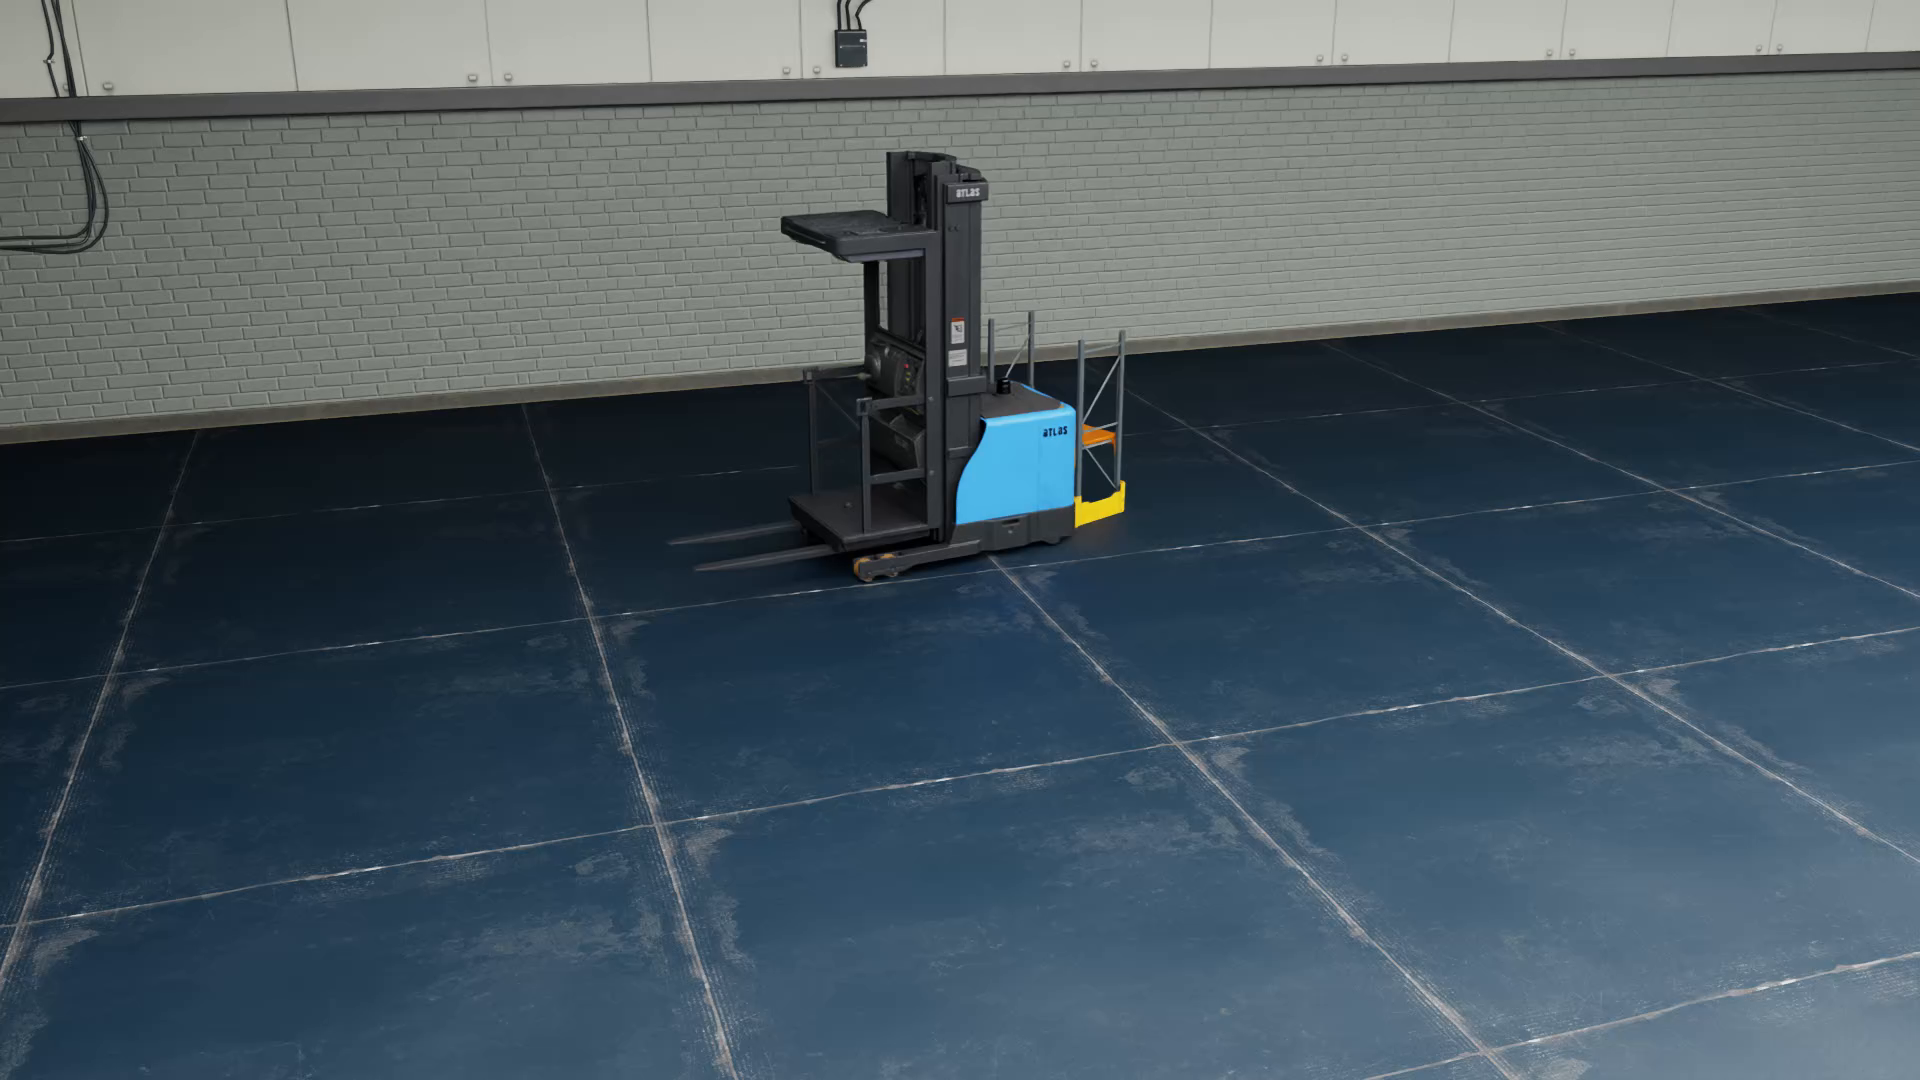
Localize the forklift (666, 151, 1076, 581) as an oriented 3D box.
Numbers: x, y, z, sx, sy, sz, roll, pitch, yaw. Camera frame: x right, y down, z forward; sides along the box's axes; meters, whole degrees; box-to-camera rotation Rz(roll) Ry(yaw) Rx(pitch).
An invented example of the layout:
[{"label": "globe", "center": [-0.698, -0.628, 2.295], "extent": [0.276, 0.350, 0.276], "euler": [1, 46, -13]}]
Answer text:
[{"label": "forklift", "center": [-0.661, -1.284, 12.157], "extent": [3.031, 2.935, 1.130], "euler": [-10, 22, -25]}]

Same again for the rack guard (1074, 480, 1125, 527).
[{"label": "rack guard", "center": [1.103, -0.296, 13.372], "extent": [0.587, 0.250, 0.087], "euler": [-17, 26, -39]}]

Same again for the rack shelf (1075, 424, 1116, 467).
[{"label": "rack shelf", "center": [0.763, -0.843, 13.576], "extent": [0.538, 0.185, 1.000], "euler": [-17, 26, -39]}]

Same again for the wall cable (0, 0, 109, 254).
[{"label": "wall cable", "center": [-9.152, -3.616, 14.265], "extent": [3.097, 2.526, 0.112], "euler": [-6, 21, -17]}]

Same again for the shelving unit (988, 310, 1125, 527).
[{"label": "shelving unit", "center": [0.769, -1.010, 13.509], "extent": [0.587, 1.500, 1.083], "euler": [-17, 26, -39]}]

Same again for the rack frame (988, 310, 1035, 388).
[{"label": "rack frame", "center": [0.423, -1.140, 13.871], "extent": [0.500, 1.500, 0.032], "euler": [-17, 26, -39]}]

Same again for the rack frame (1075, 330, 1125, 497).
[{"label": "rack frame", "center": [1.104, -0.884, 13.160], "extent": [0.500, 1.500, 0.032], "euler": [-17, 26, -39]}]

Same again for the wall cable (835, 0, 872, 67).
[{"label": "wall cable", "center": [-0.134, -7.681, 15.959], "extent": [2.305, 6.003, 0.169], "euler": [-6, 21, -17]}]
